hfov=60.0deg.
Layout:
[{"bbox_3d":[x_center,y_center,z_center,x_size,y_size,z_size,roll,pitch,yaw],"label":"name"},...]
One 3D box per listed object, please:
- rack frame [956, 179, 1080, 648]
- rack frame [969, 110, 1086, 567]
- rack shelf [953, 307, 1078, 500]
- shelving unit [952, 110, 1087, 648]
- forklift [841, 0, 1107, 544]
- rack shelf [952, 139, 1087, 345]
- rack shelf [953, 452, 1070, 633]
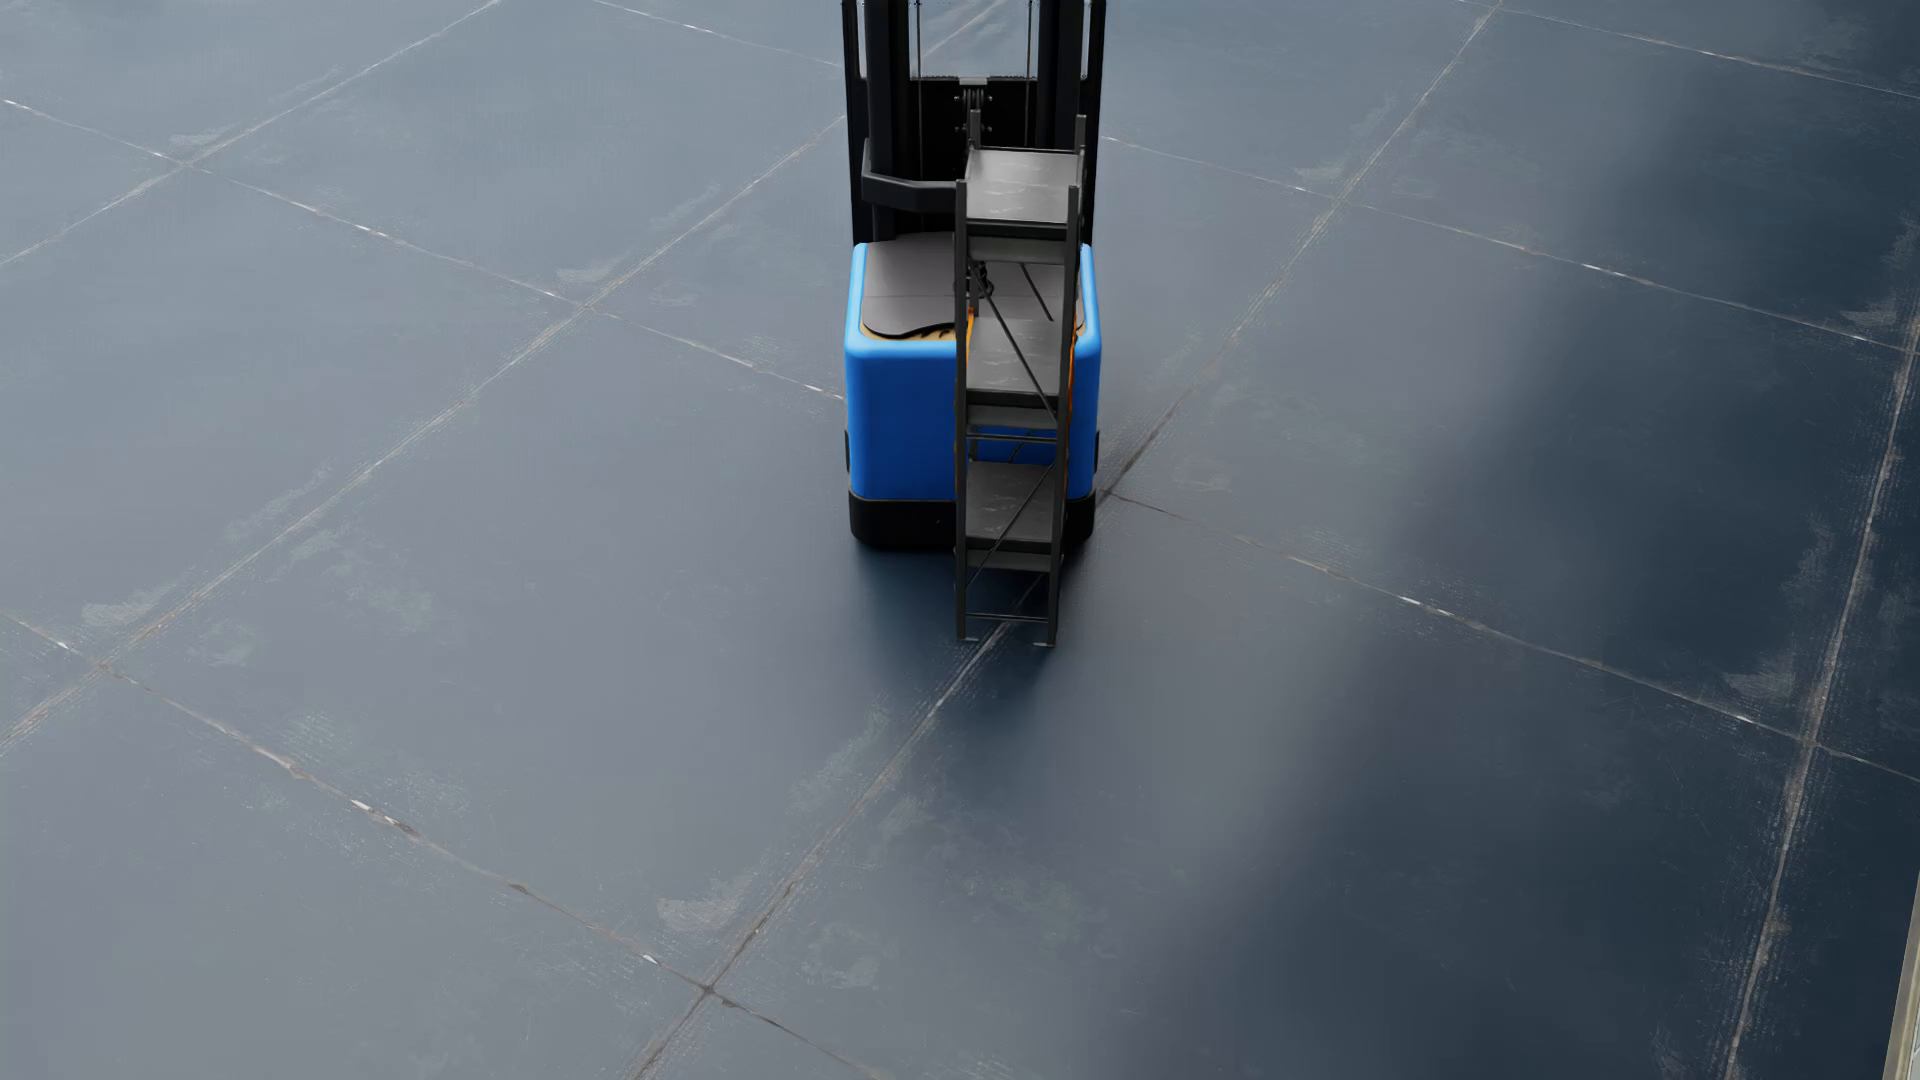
[{"bbox_3d":[0.187,-0.366,6.077,0.400,2.100,0.015,4,42,4],"label":"rack frame"},{"bbox_3d":[0.236,-0.687,6.441,0.400,2.100,0.015,4,42,4],"label":"rack frame"},{"bbox_3d":[0.211,-0.516,6.268,0.431,0.518,0.480,4,42,4],"label":"rack shelf"},{"bbox_3d":[0.211,-0.526,6.259,0.431,2.100,0.503,4,42,4],"label":"shelving unit"},{"bbox_3d":[0.058,-2.028,7.336,1.130,2.935,3.031,0,41,0],"label":"forklift"},{"bbox_3d":[0.211,-1.041,5.805,0.431,0.518,0.480,4,42,4],"label":"rack shelf"},{"bbox_3d":[0.211,0.009,6.731,0.431,0.518,0.480,4,42,4],"label":"rack shelf"}]
